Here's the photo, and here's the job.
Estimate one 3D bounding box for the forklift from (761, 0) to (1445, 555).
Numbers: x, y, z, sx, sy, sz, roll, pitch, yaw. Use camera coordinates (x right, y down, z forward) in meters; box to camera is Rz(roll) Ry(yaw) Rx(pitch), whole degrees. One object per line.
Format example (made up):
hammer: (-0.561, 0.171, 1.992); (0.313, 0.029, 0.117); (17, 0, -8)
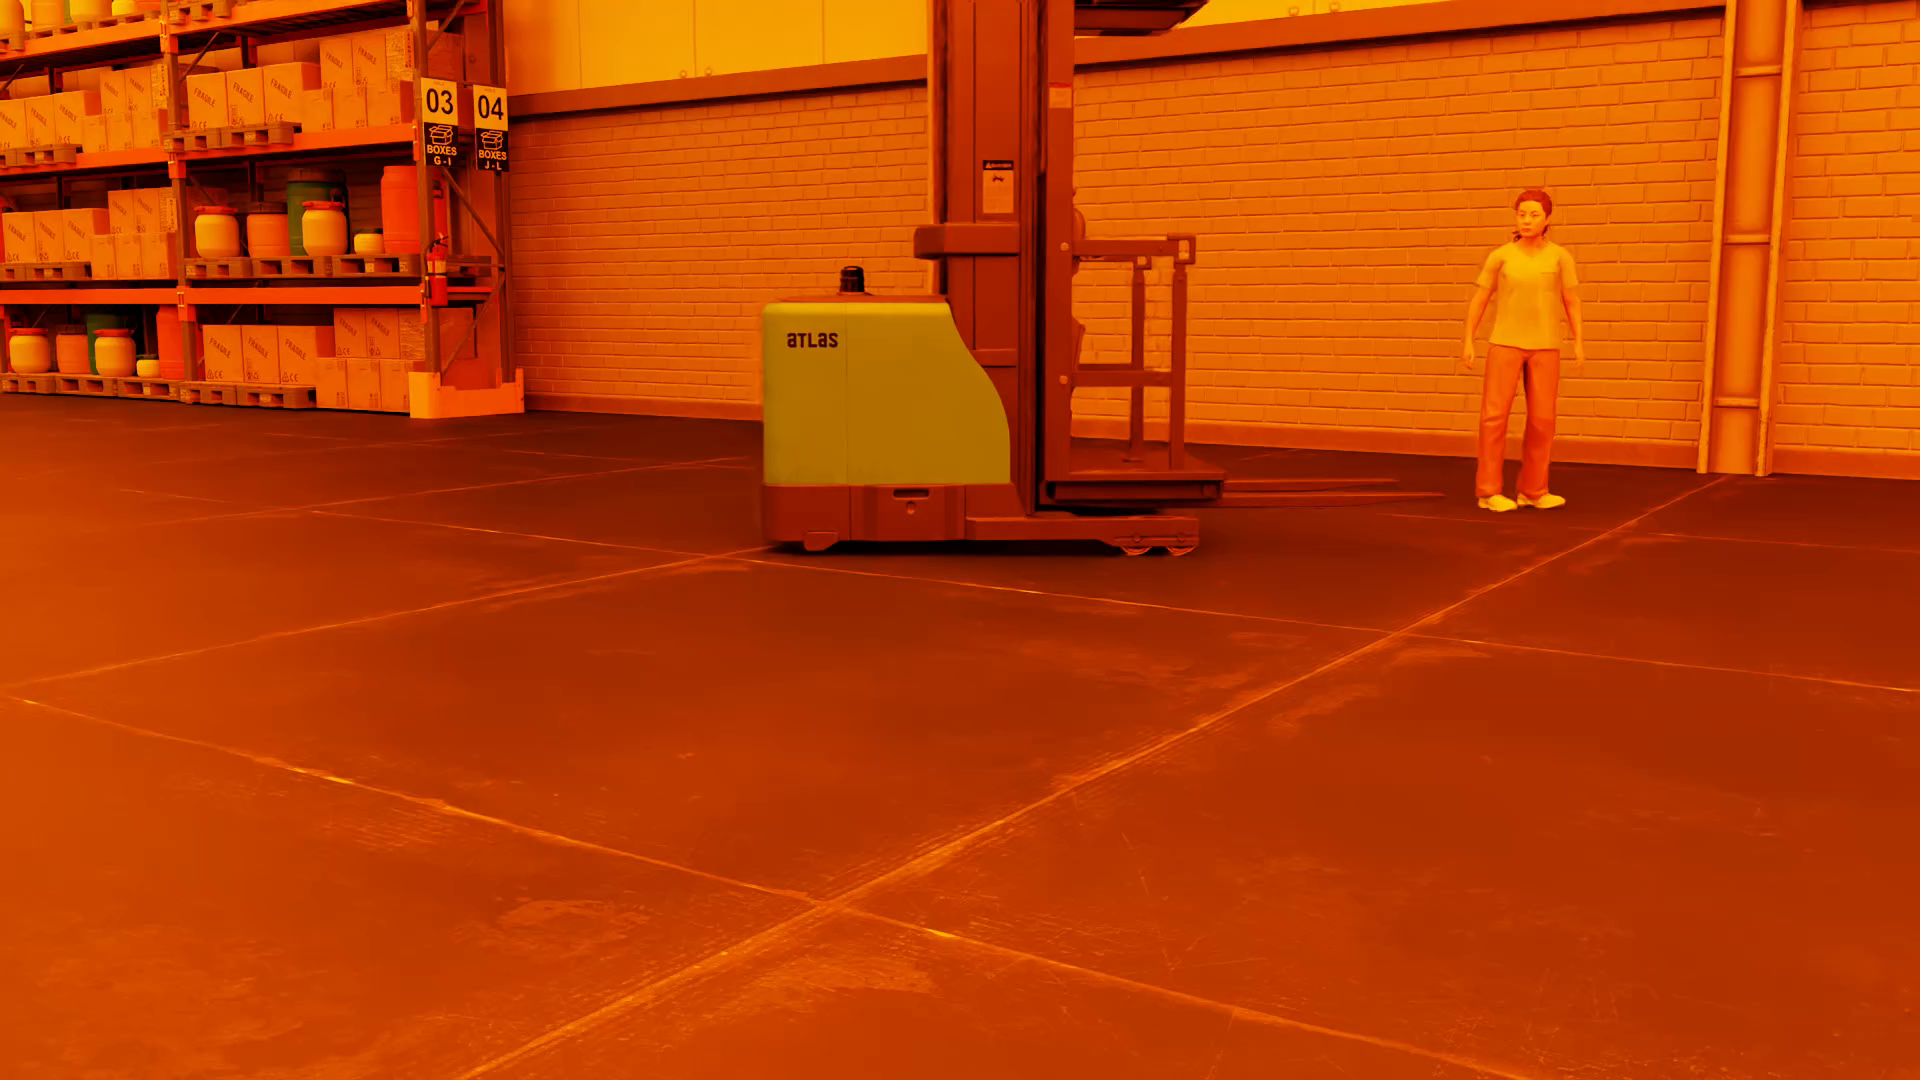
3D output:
forklift: (0.631, -1.460, 7.460); (3.031, 2.935, 1.130); (-1, 8, -4)

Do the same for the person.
person: (2.935, -0.979, 8.633); (0.615, 1.659, 0.477); (1, 8, 10)
